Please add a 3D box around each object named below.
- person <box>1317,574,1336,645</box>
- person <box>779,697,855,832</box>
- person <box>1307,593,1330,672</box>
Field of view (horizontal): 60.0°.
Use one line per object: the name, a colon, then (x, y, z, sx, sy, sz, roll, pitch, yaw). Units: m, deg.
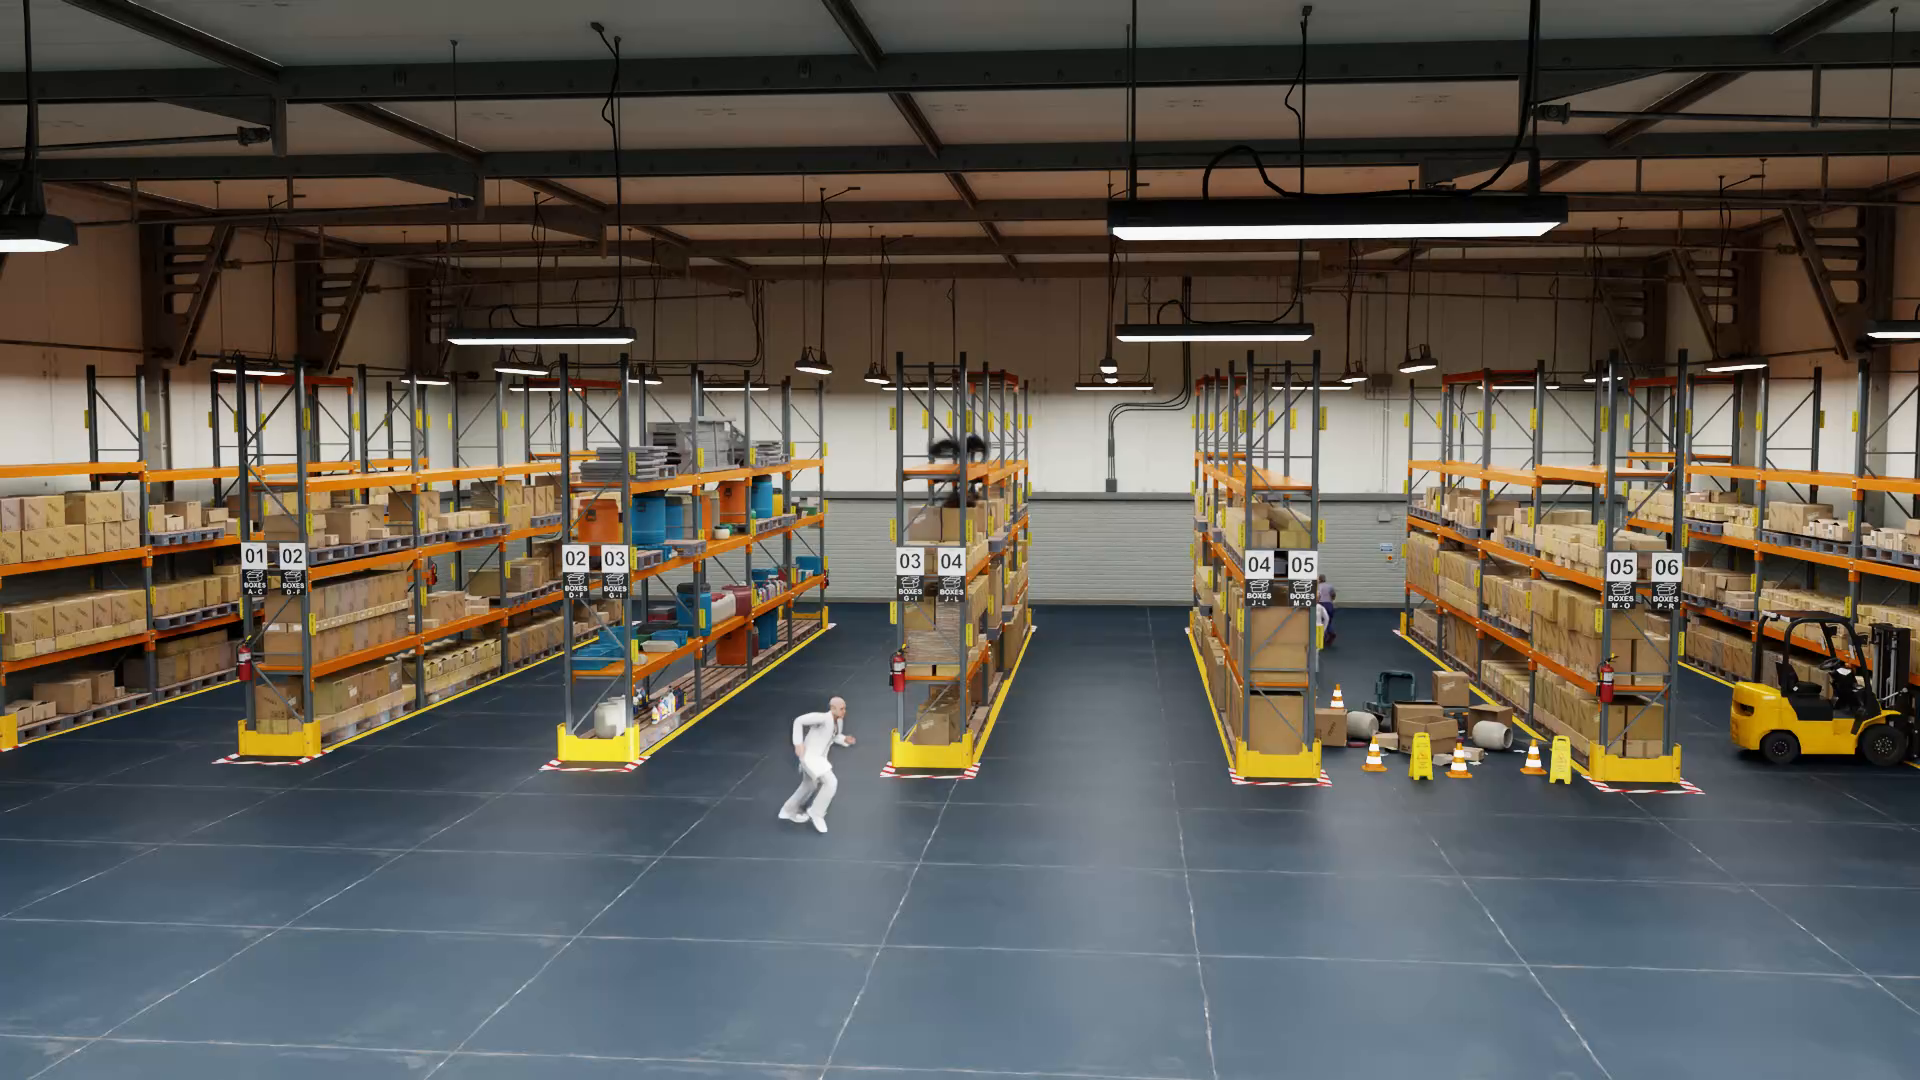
person: (8.189, 1.587, 37.079, 0.609, 1.612, 0.645, -1, 4, -19)
person: (-1.785, 2.750, 20.366, 1.051, 1.695, 0.752, 2, 5, 26)
person: (7.065, 1.841, 33.195, 0.625, 1.623, 0.520, 0, 4, 2)
